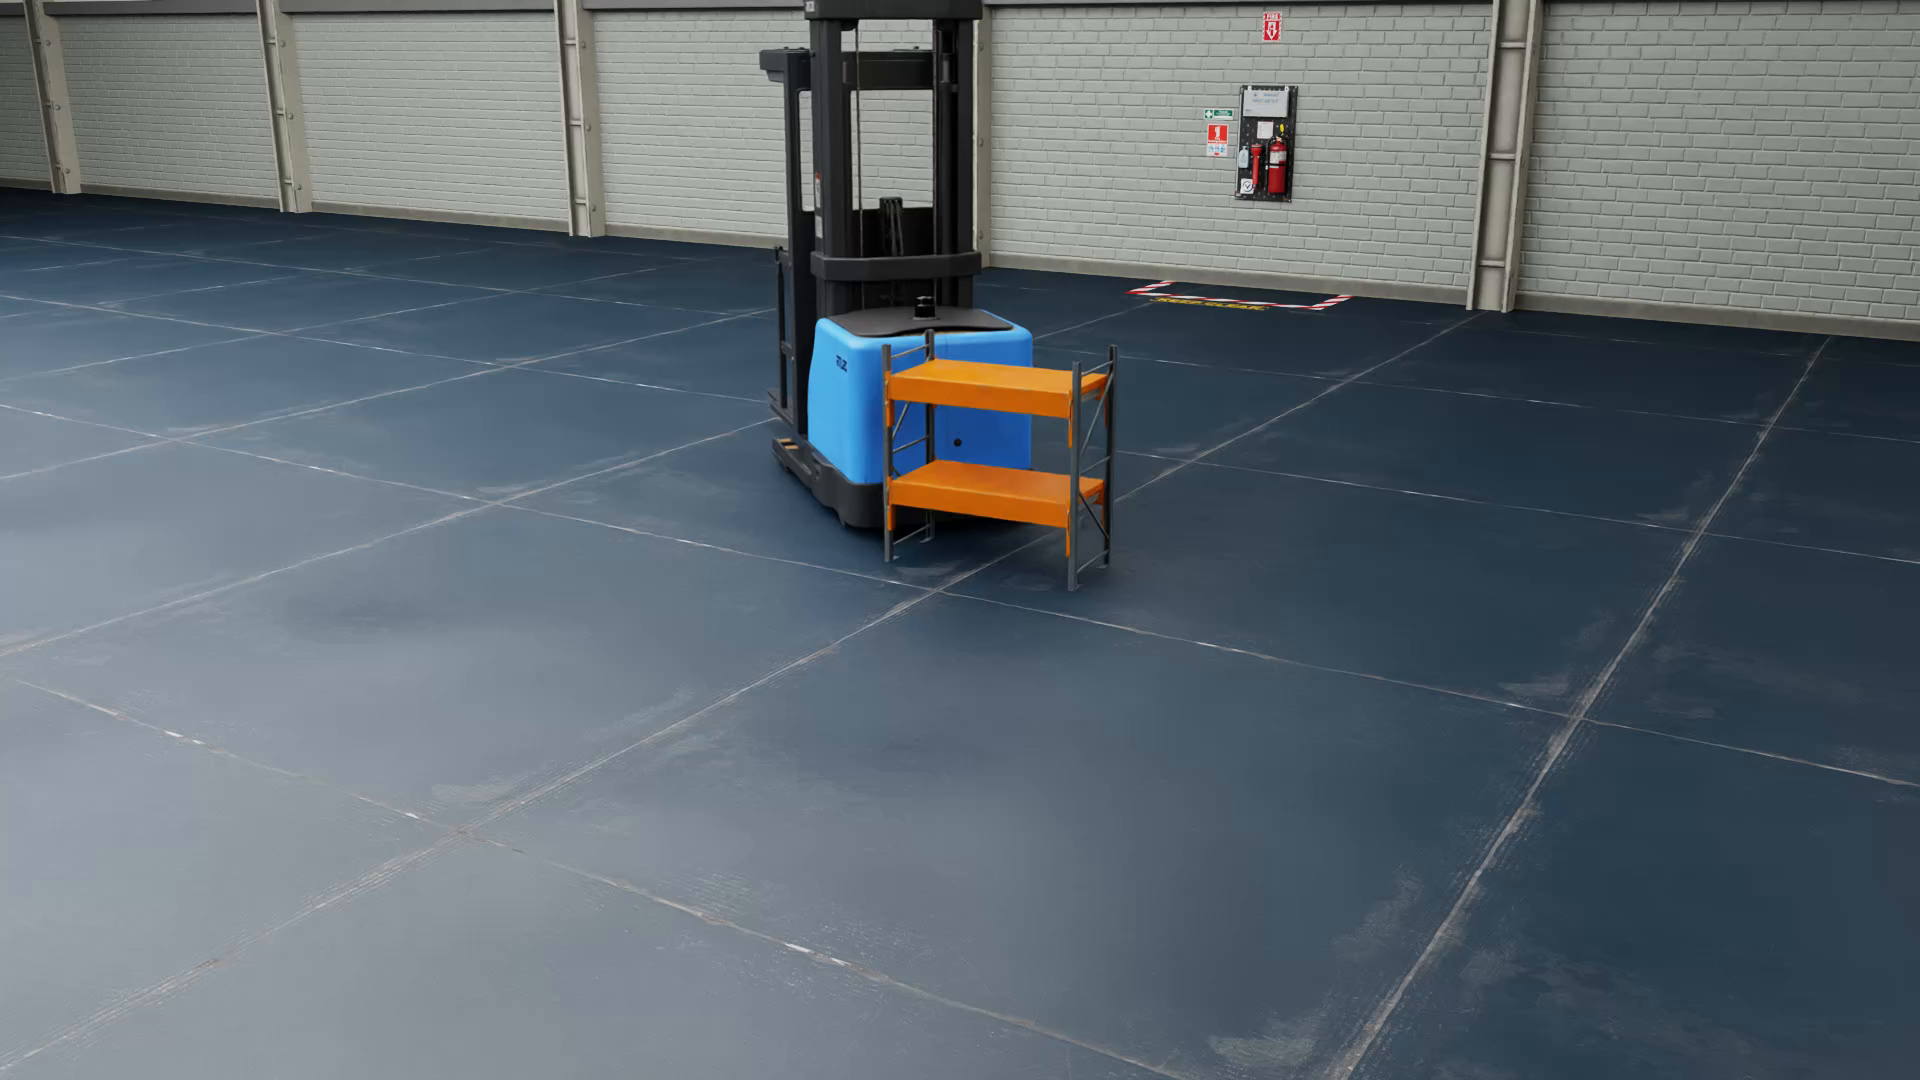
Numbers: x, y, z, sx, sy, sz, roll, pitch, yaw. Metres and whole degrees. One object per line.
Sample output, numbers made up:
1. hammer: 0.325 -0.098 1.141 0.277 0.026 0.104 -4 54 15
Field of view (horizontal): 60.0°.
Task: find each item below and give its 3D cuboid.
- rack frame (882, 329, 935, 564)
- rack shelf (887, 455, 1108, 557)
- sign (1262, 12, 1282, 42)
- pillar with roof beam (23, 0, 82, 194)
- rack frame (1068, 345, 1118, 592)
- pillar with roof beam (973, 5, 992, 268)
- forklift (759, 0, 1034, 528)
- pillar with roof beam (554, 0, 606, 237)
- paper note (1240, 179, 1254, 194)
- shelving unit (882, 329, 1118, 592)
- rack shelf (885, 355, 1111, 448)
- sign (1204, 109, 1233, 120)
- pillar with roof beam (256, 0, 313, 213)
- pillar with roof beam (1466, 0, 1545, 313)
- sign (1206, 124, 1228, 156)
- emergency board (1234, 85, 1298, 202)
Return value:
1. rack frame: -0.260 -0.485 8.541 0.032 1.125 0.500 8 19 25
2. rack shelf: 0.194 -0.184 8.394 1.000 0.278 0.538 8 19 25
3. sign: 3.180 -5.231 16.953 0.199 0.298 0.001 10 20 30
4. pillar with roof beam: -17.483 -9.165 23.572 0.400 9.000 9.100 10 20 30
5. rack frame: 0.648 -0.352 8.104 0.032 1.125 0.500 8 19 25
6. pillar with roof beam: -2.145 -6.427 14.558 0.400 9.000 9.100 10 20 30
7. forklift: -0.543 -1.854 9.943 1.130 2.935 3.031 -6 18 -18
8. pillar with roof beam: -7.258 -7.340 17.563 0.400 9.000 9.100 10 20 30
9. paper note: 3.020 -3.718 17.477 0.142 0.148 0.016 10 20 30
10. shelving unit: 0.194 -0.418 8.323 1.048 1.125 0.538 8 19 25
11. rack shelf: 0.194 -0.698 8.238 1.000 0.278 0.538 8 19 25
12. sign: 2.717 -4.473 17.473 0.331 0.109 0.001 10 20 30
13. pillar with roof beam: -12.370 -8.253 20.567 0.400 9.000 9.100 10 20 30
14. pillar with roof beam: 2.968 -5.515 11.554 0.400 9.000 9.100 10 20 30
15. sign: 2.718 -4.223 17.560 0.234 0.329 0.001 10 20 30
16. emergency board: 3.135 -4.096 17.204 0.643 1.169 0.194 10 20 30
